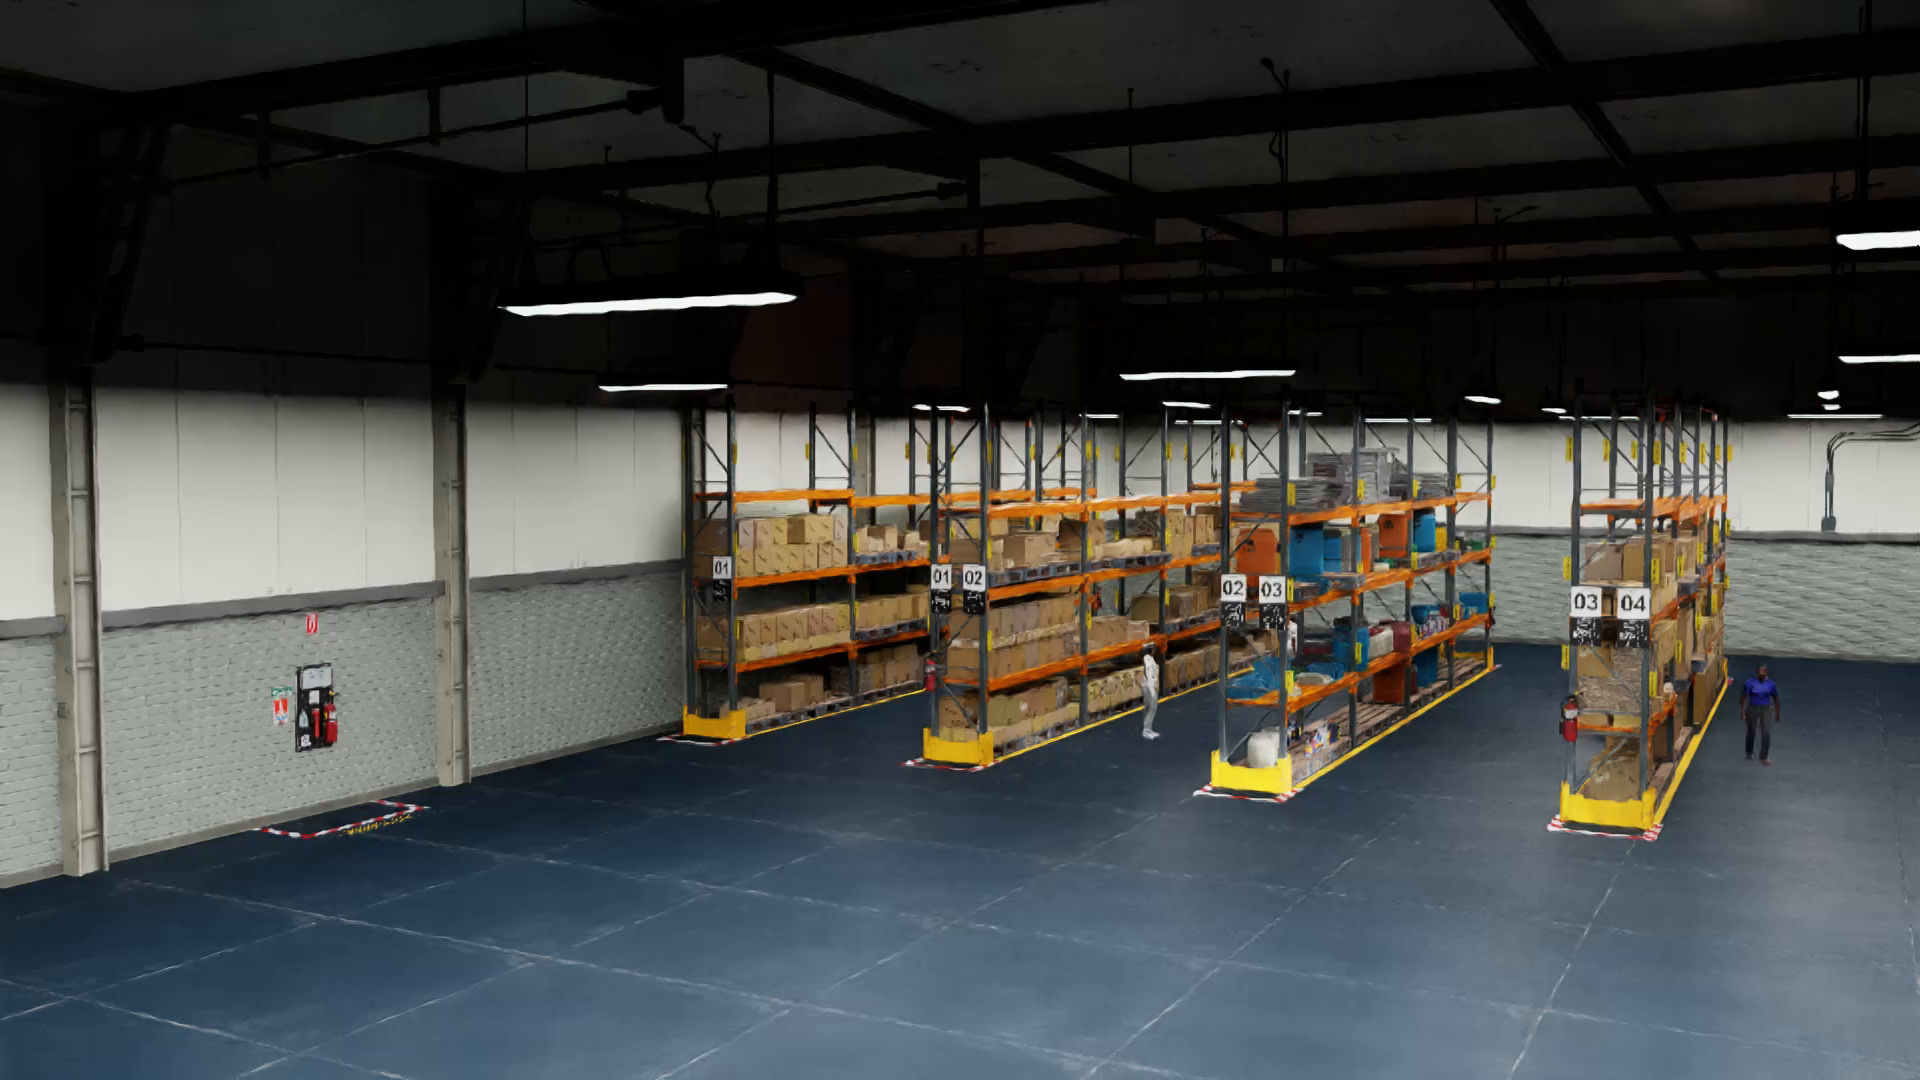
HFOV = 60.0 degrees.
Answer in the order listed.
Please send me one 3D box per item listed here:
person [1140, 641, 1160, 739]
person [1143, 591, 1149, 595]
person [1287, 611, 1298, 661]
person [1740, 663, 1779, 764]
[{"bbox_3d":[3.345,2.647,29.265,0.361,1.726,0.538,0,3,-1],"label":"person"},{"bbox_3d":[4.455,2.059,39.724,0.448,1.679,0.538,0,3,3],"label":"person"},{"bbox_3d":[7.006,2.353,34.941,0.368,1.737,0.532,0,3,1],"label":"person"},{"bbox_3d":[12.952,2.783,26.955,0.587,1.607,0.662,1,3,19],"label":"person"}]
